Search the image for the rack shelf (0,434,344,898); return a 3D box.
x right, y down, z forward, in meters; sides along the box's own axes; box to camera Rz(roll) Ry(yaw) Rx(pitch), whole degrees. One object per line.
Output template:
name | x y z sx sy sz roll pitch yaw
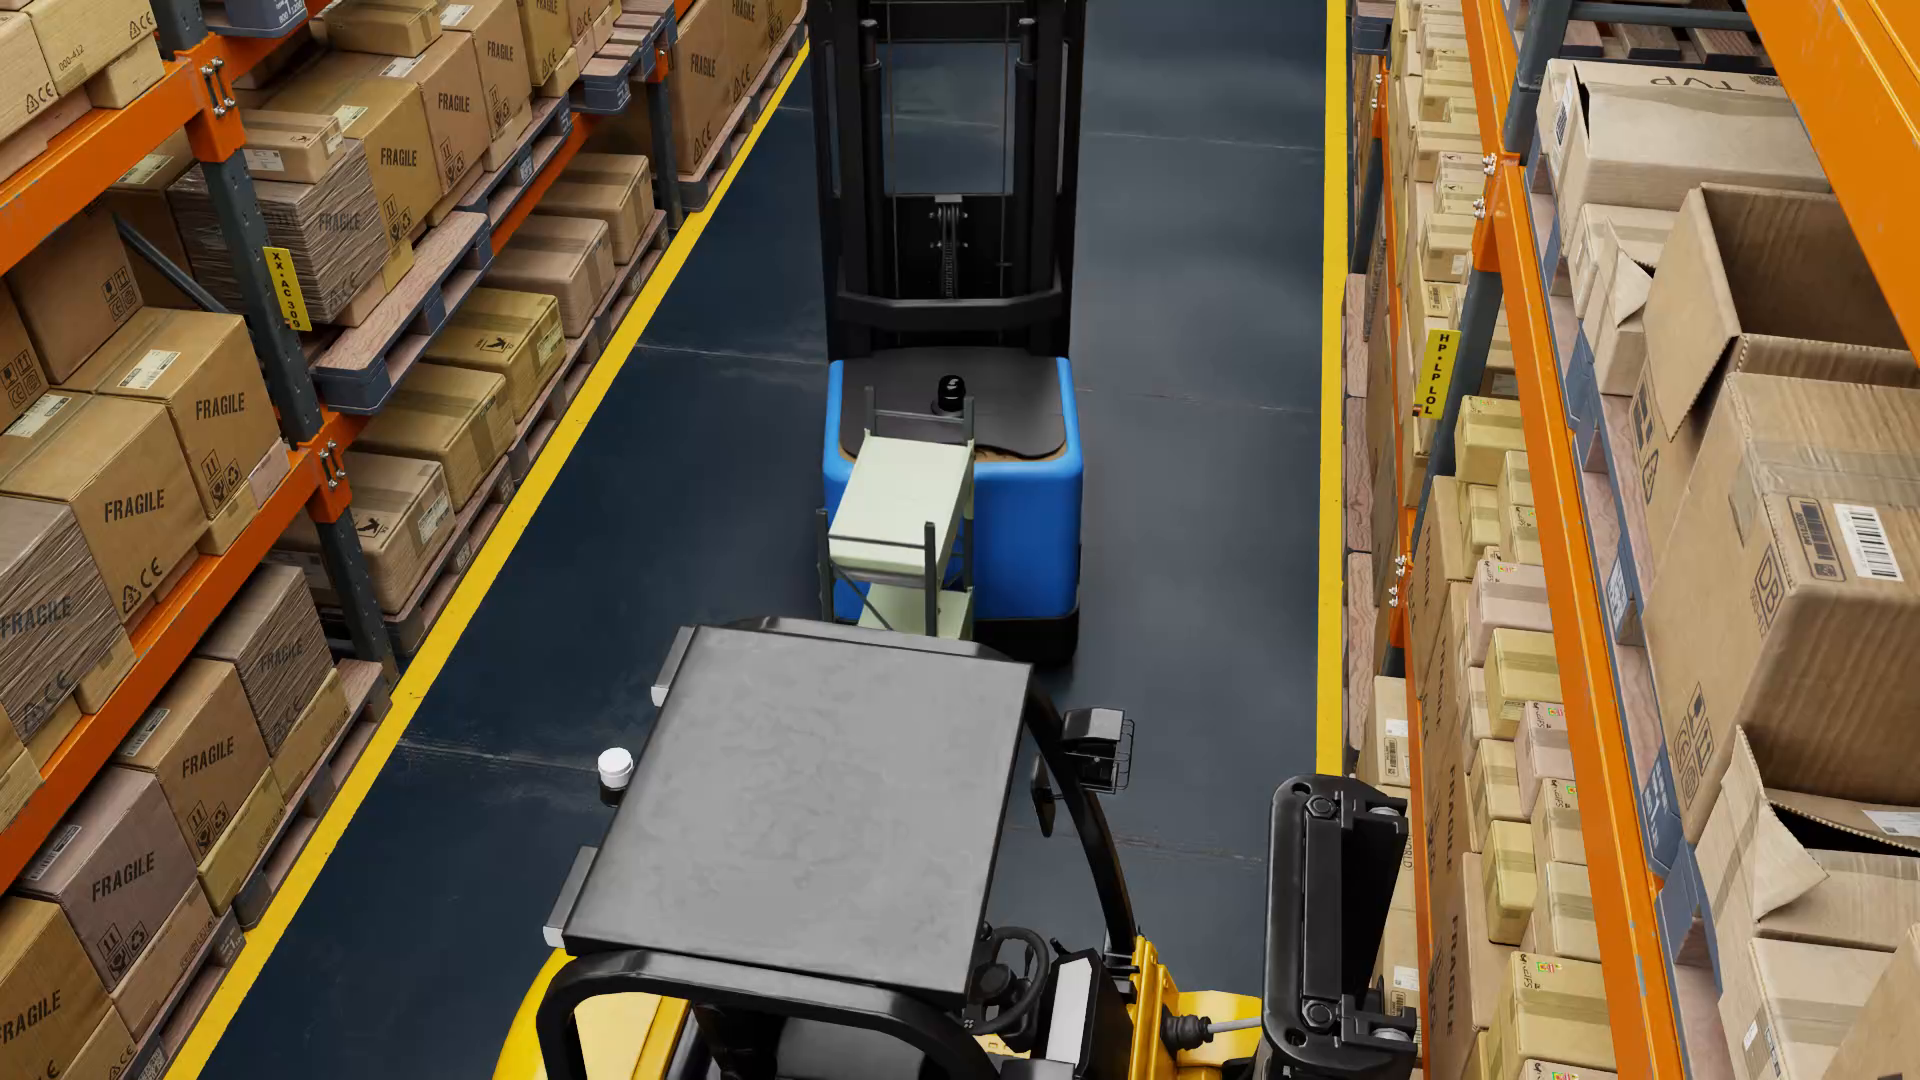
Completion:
rack shelf | -3.216 0.943 4.820 1.077 0.370 4.000 6 40 8

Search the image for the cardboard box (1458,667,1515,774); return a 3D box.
cardboard box | 1.482 0.478 4.230 0.380 0.149 0.250 6 40 7

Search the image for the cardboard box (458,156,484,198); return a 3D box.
cardboard box | -2.307 -1.620 7.223 0.380 0.149 0.250 7 40 8

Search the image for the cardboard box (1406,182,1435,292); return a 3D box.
cardboard box | 2.029 -1.160 6.524 0.500 0.250 0.500 7 40 9

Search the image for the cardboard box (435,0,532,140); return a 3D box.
cardboard box | -2.243 -2.114 7.311 0.500 0.500 0.500 5 40 6

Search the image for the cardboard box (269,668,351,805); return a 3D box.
cardboard box | -2.708 0.709 6.367 0.500 0.250 0.500 8 40 10

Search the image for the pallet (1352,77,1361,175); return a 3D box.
pallet | 3.091 -2.708 10.860 1.003 0.211 1.213 6 40 8

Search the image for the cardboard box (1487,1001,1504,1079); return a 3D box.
cardboard box | 1.309 1.121 3.452 0.380 0.149 0.250 7 40 8

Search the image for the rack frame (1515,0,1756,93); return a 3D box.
rack frame | 2.019 -2.357 3.538 1.000 3.000 0.127 6 40 8

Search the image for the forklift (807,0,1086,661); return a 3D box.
forklift | -0.059 -1.522 7.291 1.130 2.935 3.031 -1 40 -1

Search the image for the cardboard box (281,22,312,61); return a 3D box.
cardboard box | -2.882 -2.078 6.758 0.380 0.149 0.250 5 40 6

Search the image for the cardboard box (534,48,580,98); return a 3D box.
cardboard box | -2.063 -2.262 8.000 0.380 0.149 0.250 7 40 8

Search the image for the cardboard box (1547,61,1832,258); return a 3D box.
cardboard box | 1.635 -0.871 3.758 0.500 0.311 0.500 7 40 9

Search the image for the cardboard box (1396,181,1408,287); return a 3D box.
cardboard box | 2.128 -1.281 7.063 0.500 0.250 0.500 8 40 9

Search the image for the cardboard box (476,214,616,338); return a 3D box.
cardboard box | -2.405 -1.431 8.860 0.950 0.372 0.625 6 40 7

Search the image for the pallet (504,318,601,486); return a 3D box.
pallet | -2.528 -0.771 8.517 1.003 0.211 1.213 6 40 8

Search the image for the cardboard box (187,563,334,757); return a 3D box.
cardboard box | -2.708 0.420 6.127 0.500 0.500 0.500 6 40 7

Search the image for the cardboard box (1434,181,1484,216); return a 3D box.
cardboard box | 2.003 -1.221 6.285 0.380 0.149 0.250 5 40 7

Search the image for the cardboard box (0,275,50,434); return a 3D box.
cardboard box | -3.270 -0.558 4.974 0.700 0.500 0.500 7 40 8

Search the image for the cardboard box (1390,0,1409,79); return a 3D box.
cardboard box | 2.369 -2.441 8.074 0.500 0.250 0.500 6 40 8

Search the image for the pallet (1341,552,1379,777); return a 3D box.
pallet | 2.108 0.564 6.903 1.003 0.211 1.213 6 40 8

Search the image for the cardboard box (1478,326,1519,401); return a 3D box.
cardboard box | 1.860 -0.572 5.500 0.380 0.149 0.250 8 40 9

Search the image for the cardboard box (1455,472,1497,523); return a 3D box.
cardboard box | 1.705 -0.162 5.004 0.380 0.149 0.250 6 40 7

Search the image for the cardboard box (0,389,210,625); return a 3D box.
cardboard box | -2.784 -0.113 5.220 0.500 0.500 0.500 8 40 9

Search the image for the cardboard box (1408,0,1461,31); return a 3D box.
cardboard box | 2.321 -2.508 7.842 0.380 0.149 0.250 7 40 9

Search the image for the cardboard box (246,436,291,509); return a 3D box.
cardboard box | -2.626 -0.257 5.904 0.380 0.149 0.250 6 40 7

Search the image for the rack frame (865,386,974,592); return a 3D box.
rack frame | -0.149 0.044 6.519 0.400 1.500 0.023 7 40 8

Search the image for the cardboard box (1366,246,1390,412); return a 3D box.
cardboard box | 2.485 -1.001 8.140 0.875 0.625 0.625 8 40 9

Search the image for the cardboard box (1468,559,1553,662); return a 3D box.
cardboard box | 1.535 0.205 4.327 0.380 0.149 0.250 7 40 9

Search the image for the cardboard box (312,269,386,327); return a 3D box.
cardboard box | -2.463 -0.967 6.433 0.380 0.149 0.250 7 40 8

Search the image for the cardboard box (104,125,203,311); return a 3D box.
cardboard box | -3.016 -1.220 6.230 0.500 0.500 0.500 6 40 7

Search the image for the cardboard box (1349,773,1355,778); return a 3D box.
cardboard box | 1.609 1.120 5.869 0.500 0.250 0.500 7 40 8

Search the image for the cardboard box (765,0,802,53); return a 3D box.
cardboard box | -1.663 -3.987 11.557 0.875 0.875 0.875 7 40 9

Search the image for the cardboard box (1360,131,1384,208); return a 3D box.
cardboard box | 2.573 -2.042 9.498 0.500 0.500 0.500 7 40 9

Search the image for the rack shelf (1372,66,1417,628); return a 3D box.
rack shelf | 2.365 -1.022 7.197 1.077 0.370 4.000 6 40 8

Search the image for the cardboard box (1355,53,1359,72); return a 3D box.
cardboard box | 2.925 -3.337 11.064 0.500 0.500 0.500 5 40 6

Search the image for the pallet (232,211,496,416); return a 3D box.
pallet | -2.595 -0.979 6.731 1.003 0.211 1.213 6 40 8

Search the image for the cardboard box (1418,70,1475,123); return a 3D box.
cardboard box | 2.153 -1.865 7.064 0.380 0.149 0.250 7 40 9

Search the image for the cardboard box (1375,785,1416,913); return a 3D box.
cardboard box | 1.528 1.057 5.161 0.500 0.250 0.500 6 40 8

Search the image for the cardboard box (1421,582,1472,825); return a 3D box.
cardboard box | 1.612 0.495 4.718 0.500 0.500 0.500 7 40 8

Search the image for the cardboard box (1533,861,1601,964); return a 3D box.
cardboard box | 1.441 0.851 3.545 0.380 0.149 0.250 7 40 8

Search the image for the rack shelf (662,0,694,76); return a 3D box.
rack shelf | -1.832 -4.078 10.893 1.077 0.370 4.000 6 40 8

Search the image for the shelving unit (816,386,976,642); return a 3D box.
shelving unit | -0.214 0.274 6.242 0.431 1.500 0.755 7 40 8

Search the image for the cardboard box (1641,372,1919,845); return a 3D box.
cardboard box | 1.439 0.134 2.393 0.700 0.500 0.500 7 40 8

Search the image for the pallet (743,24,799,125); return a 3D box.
pallet | -1.754 -3.275 11.545 1.003 0.211 1.213 6 40 8

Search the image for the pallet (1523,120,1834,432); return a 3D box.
pallet | 1.897 -0.628 3.871 1.003 0.211 1.213 6 40 8

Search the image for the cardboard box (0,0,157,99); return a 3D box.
cardboard box | -2.682 -1.495 4.734 0.500 0.250 0.500 6 40 7

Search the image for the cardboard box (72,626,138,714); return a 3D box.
cardboard box | -2.798 0.381 5.133 0.380 0.149 0.250 6 40 7

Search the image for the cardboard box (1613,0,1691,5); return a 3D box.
cardboard box | 1.905 -1.848 4.939 0.500 0.311 0.500 5 40 6

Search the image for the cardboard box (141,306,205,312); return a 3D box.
cardboard box | -3.053 -1.008 6.482 0.380 0.149 0.250 7 40 8
